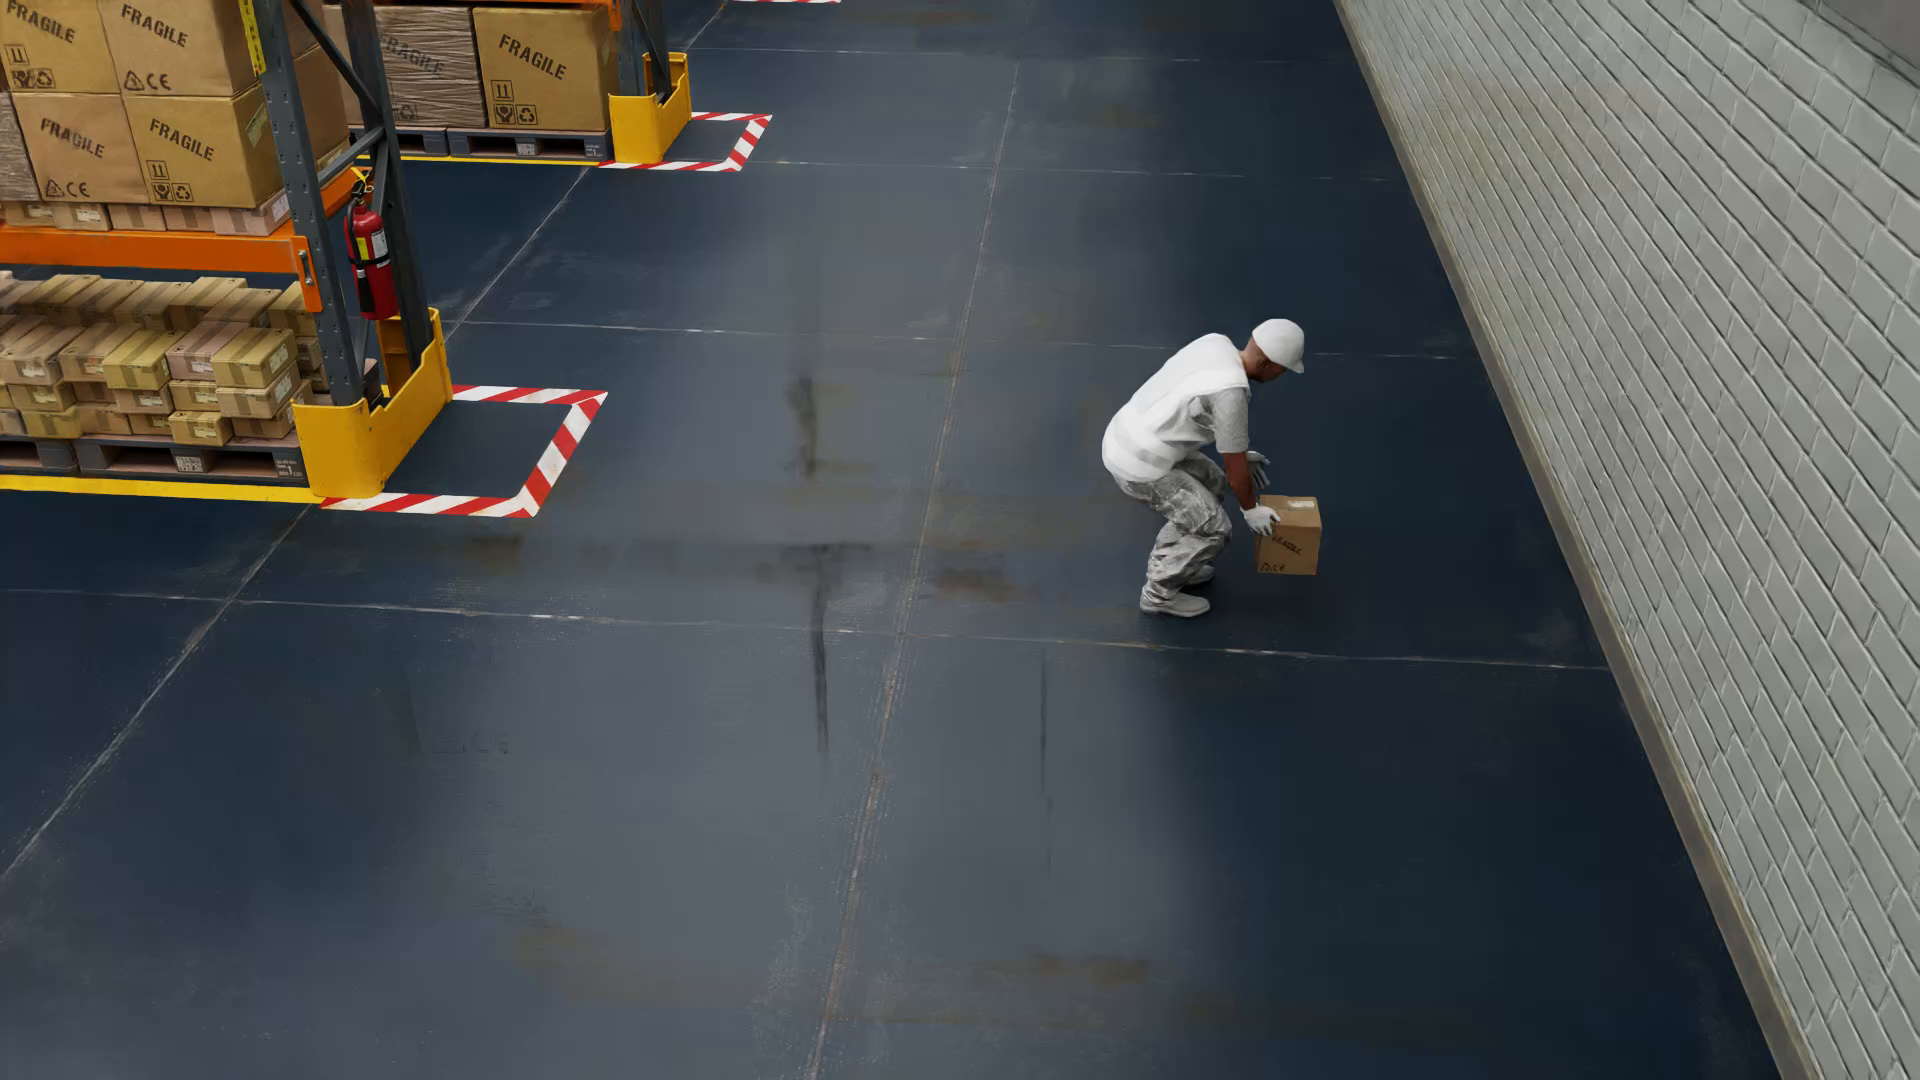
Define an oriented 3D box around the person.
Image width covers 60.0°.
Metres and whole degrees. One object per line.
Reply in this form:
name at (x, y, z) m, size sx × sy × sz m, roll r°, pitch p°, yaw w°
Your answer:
person at (1.014, -0.344, 7.114) m, size 0.813 × 1.322 × 0.612 m, roll 3°, pitch 32°, yaw 4°
